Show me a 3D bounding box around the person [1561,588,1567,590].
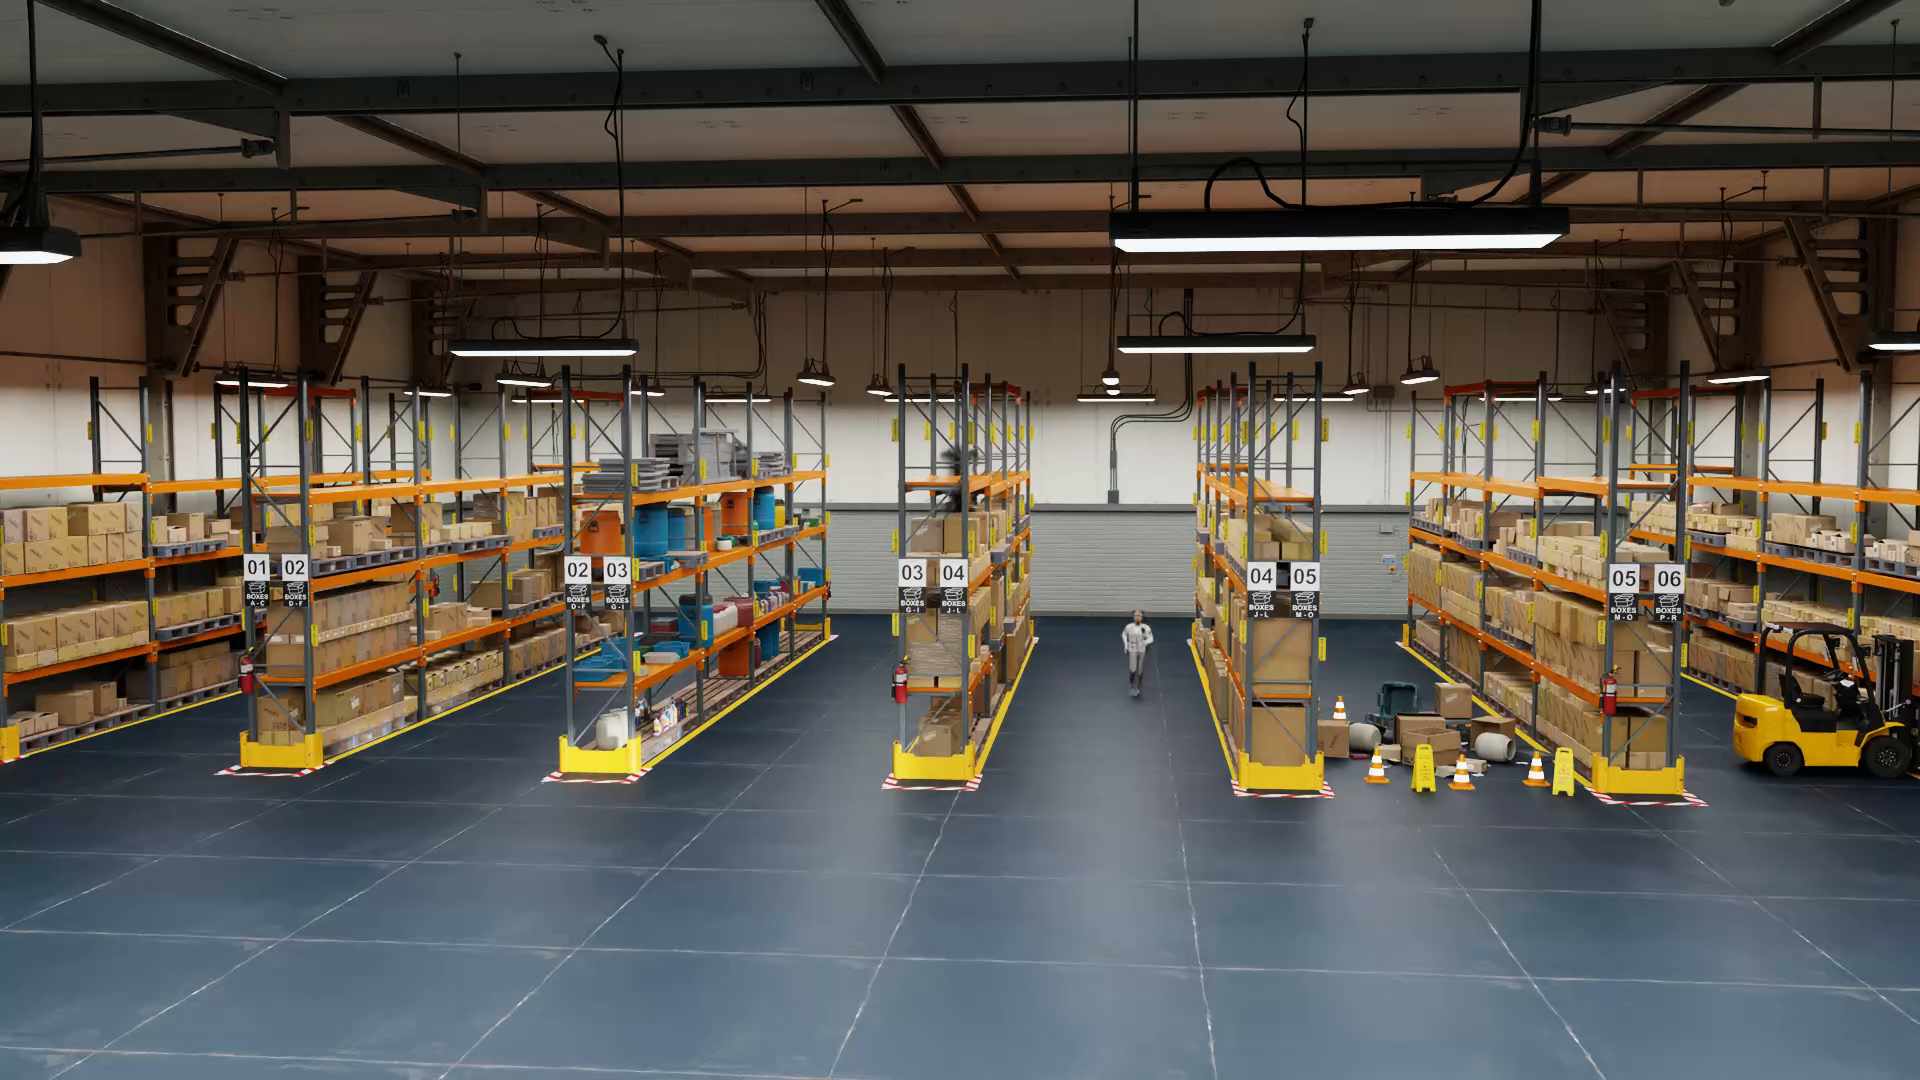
[{"bbox_3d":[12.748,1.877,35.024,0.619,1.722,0.972,-1,4,-9],"label":"person"}]

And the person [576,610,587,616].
[{"bbox_3d":[-9.698,1.418,42.588,0.716,1.740,0.700,2,4,23],"label":"person"}]

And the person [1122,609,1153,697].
[{"bbox_3d":[3.366,2.135,31.468,0.576,1.678,0.646,0,4,3],"label":"person"}]
